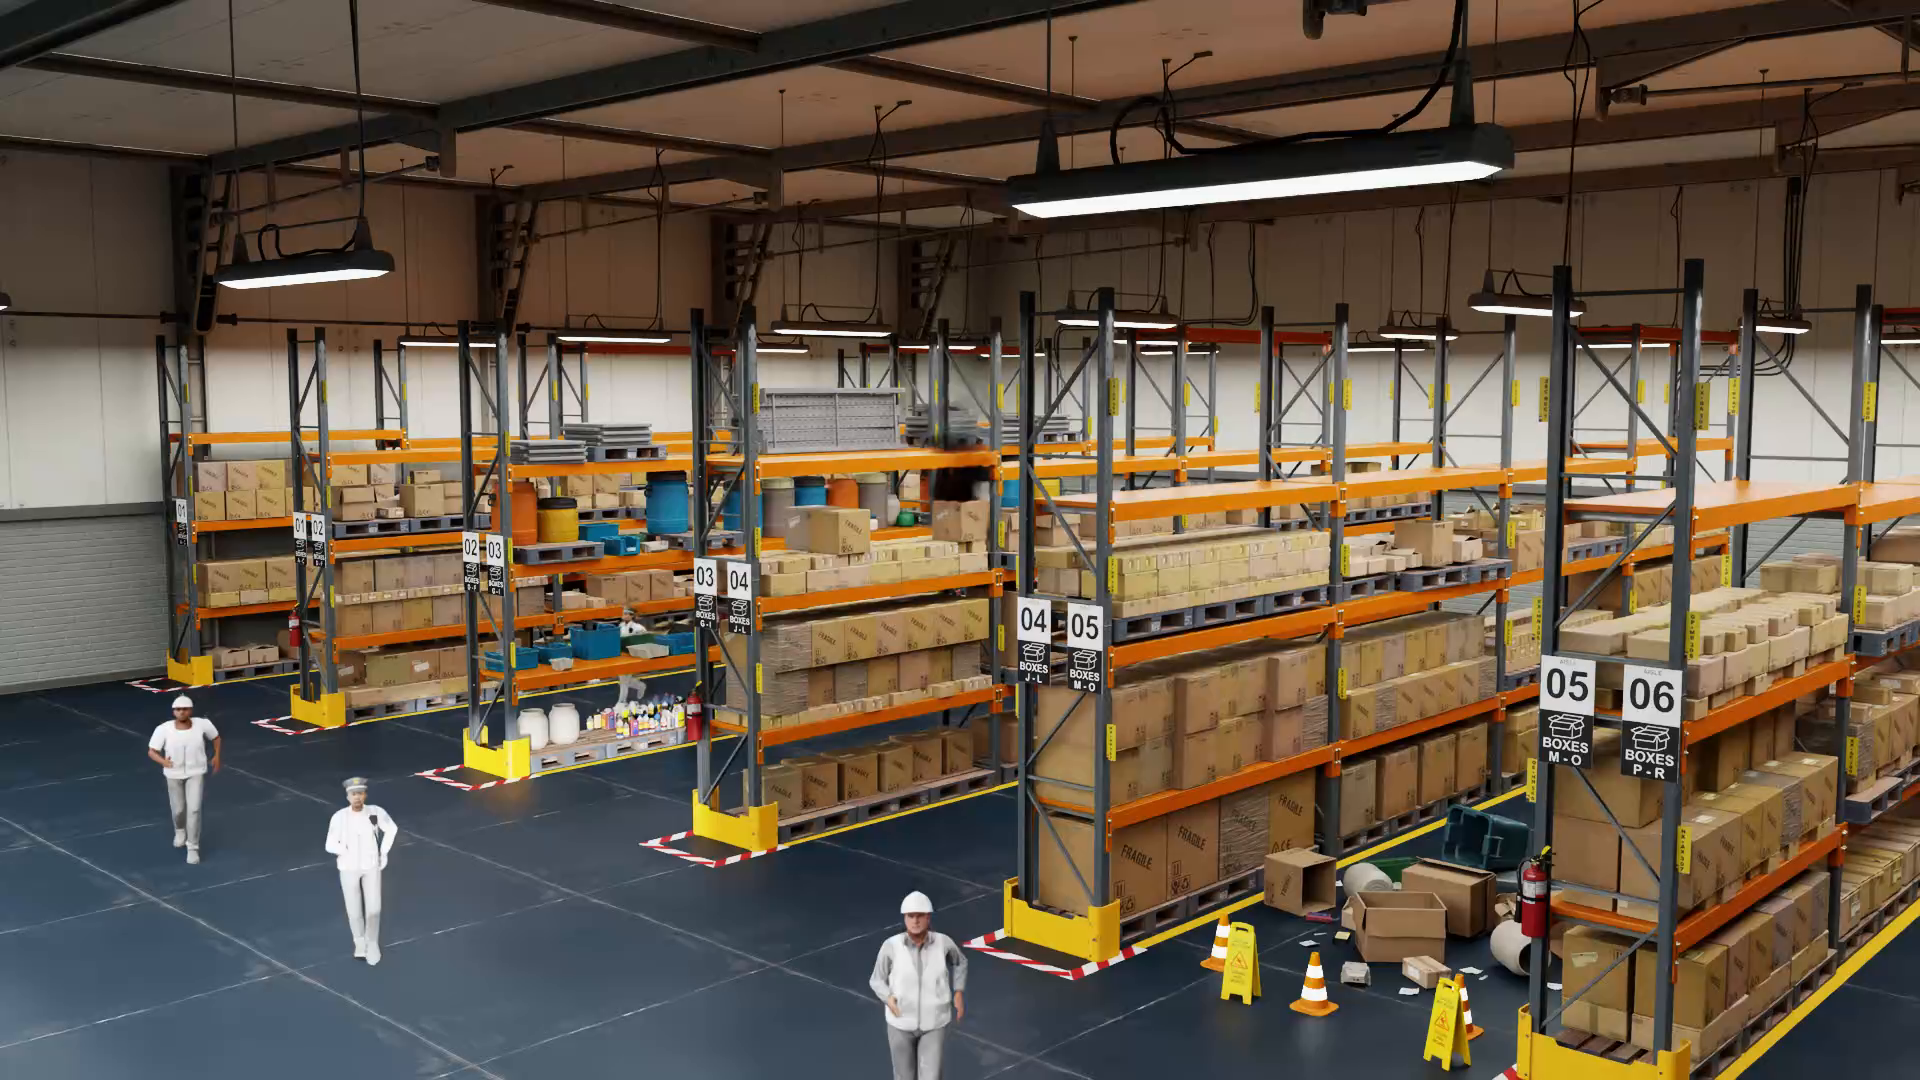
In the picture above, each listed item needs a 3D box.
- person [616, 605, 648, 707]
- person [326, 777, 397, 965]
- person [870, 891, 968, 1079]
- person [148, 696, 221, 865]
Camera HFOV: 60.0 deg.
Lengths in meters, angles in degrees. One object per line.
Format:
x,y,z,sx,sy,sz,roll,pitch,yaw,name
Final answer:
-5.221,1.854,26.254,0.618,1.669,0.890,3,6,30,person
-5.312,2.945,14.767,0.591,1.705,0.629,-2,6,-17,person
-0.269,3.245,11.211,0.677,1.743,0.984,0,5,-3,person
-8.460,2.577,18.174,0.726,1.783,0.865,-2,6,-23,person
